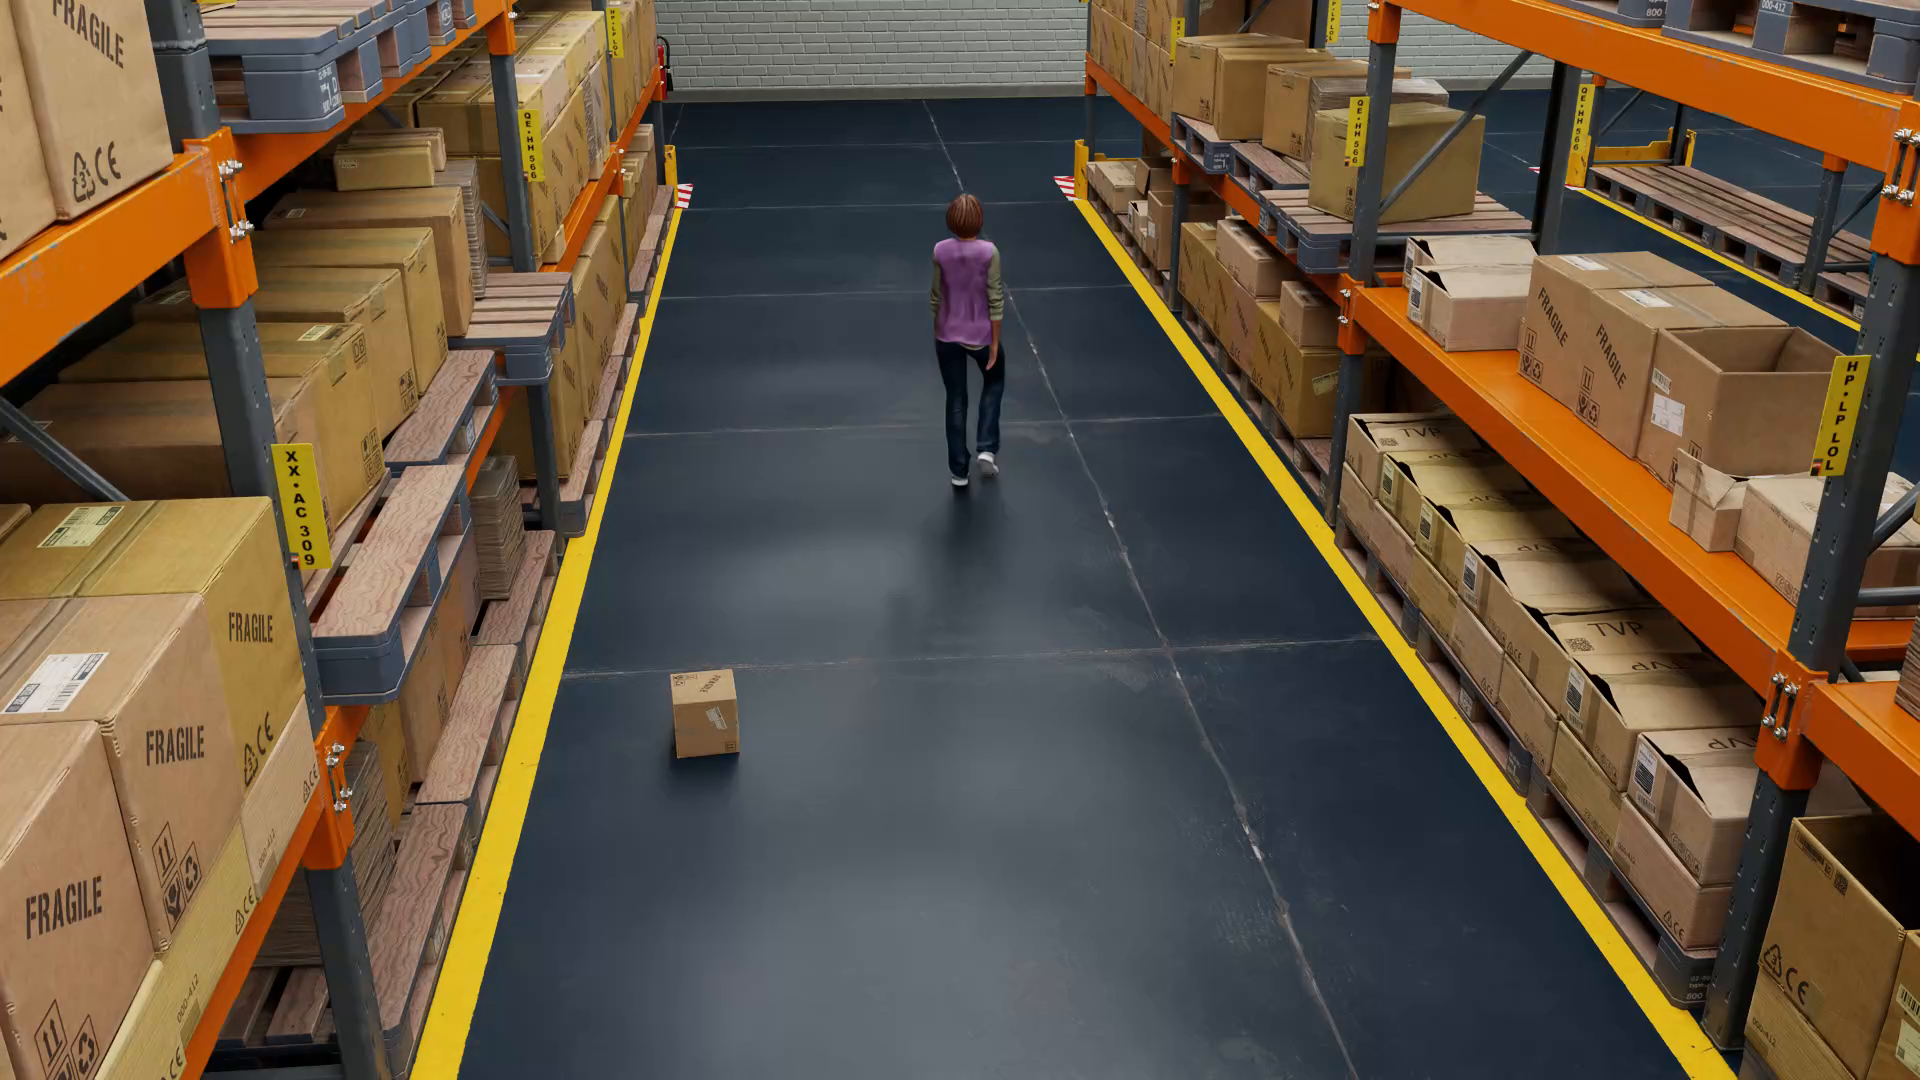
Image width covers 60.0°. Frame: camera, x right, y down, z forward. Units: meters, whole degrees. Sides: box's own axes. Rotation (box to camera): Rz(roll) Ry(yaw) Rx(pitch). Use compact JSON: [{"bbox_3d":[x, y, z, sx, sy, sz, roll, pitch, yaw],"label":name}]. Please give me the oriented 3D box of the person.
[{"bbox_3d":[0.041,-1.069,8.998,0.416,1.633,0.465,3,24,8],"label":"person"}]
